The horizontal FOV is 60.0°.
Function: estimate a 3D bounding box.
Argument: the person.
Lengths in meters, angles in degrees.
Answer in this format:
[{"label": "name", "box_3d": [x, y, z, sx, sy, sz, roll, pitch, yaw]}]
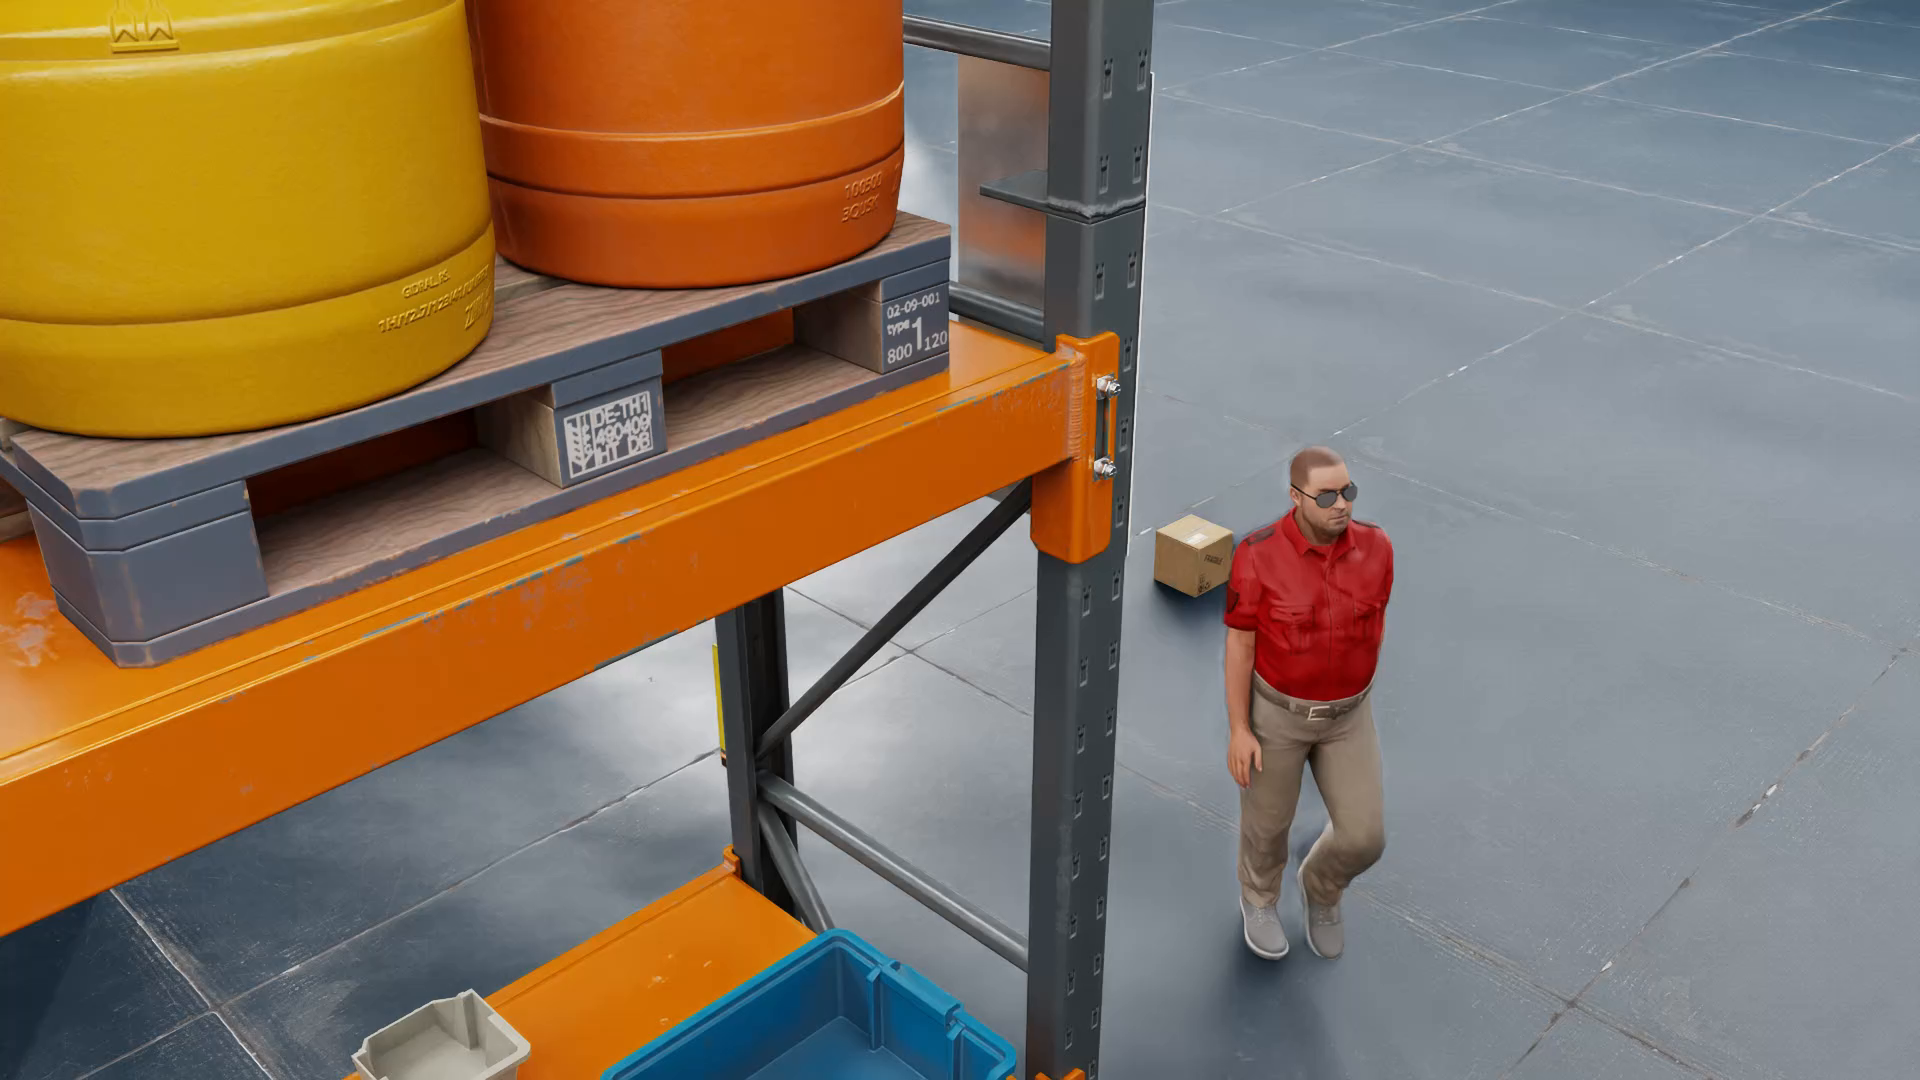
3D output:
[{"label": "person", "box_3d": [1.057, 0.573, 5.051, 0.538, 1.769, 0.463, -3, 28, -7]}]
